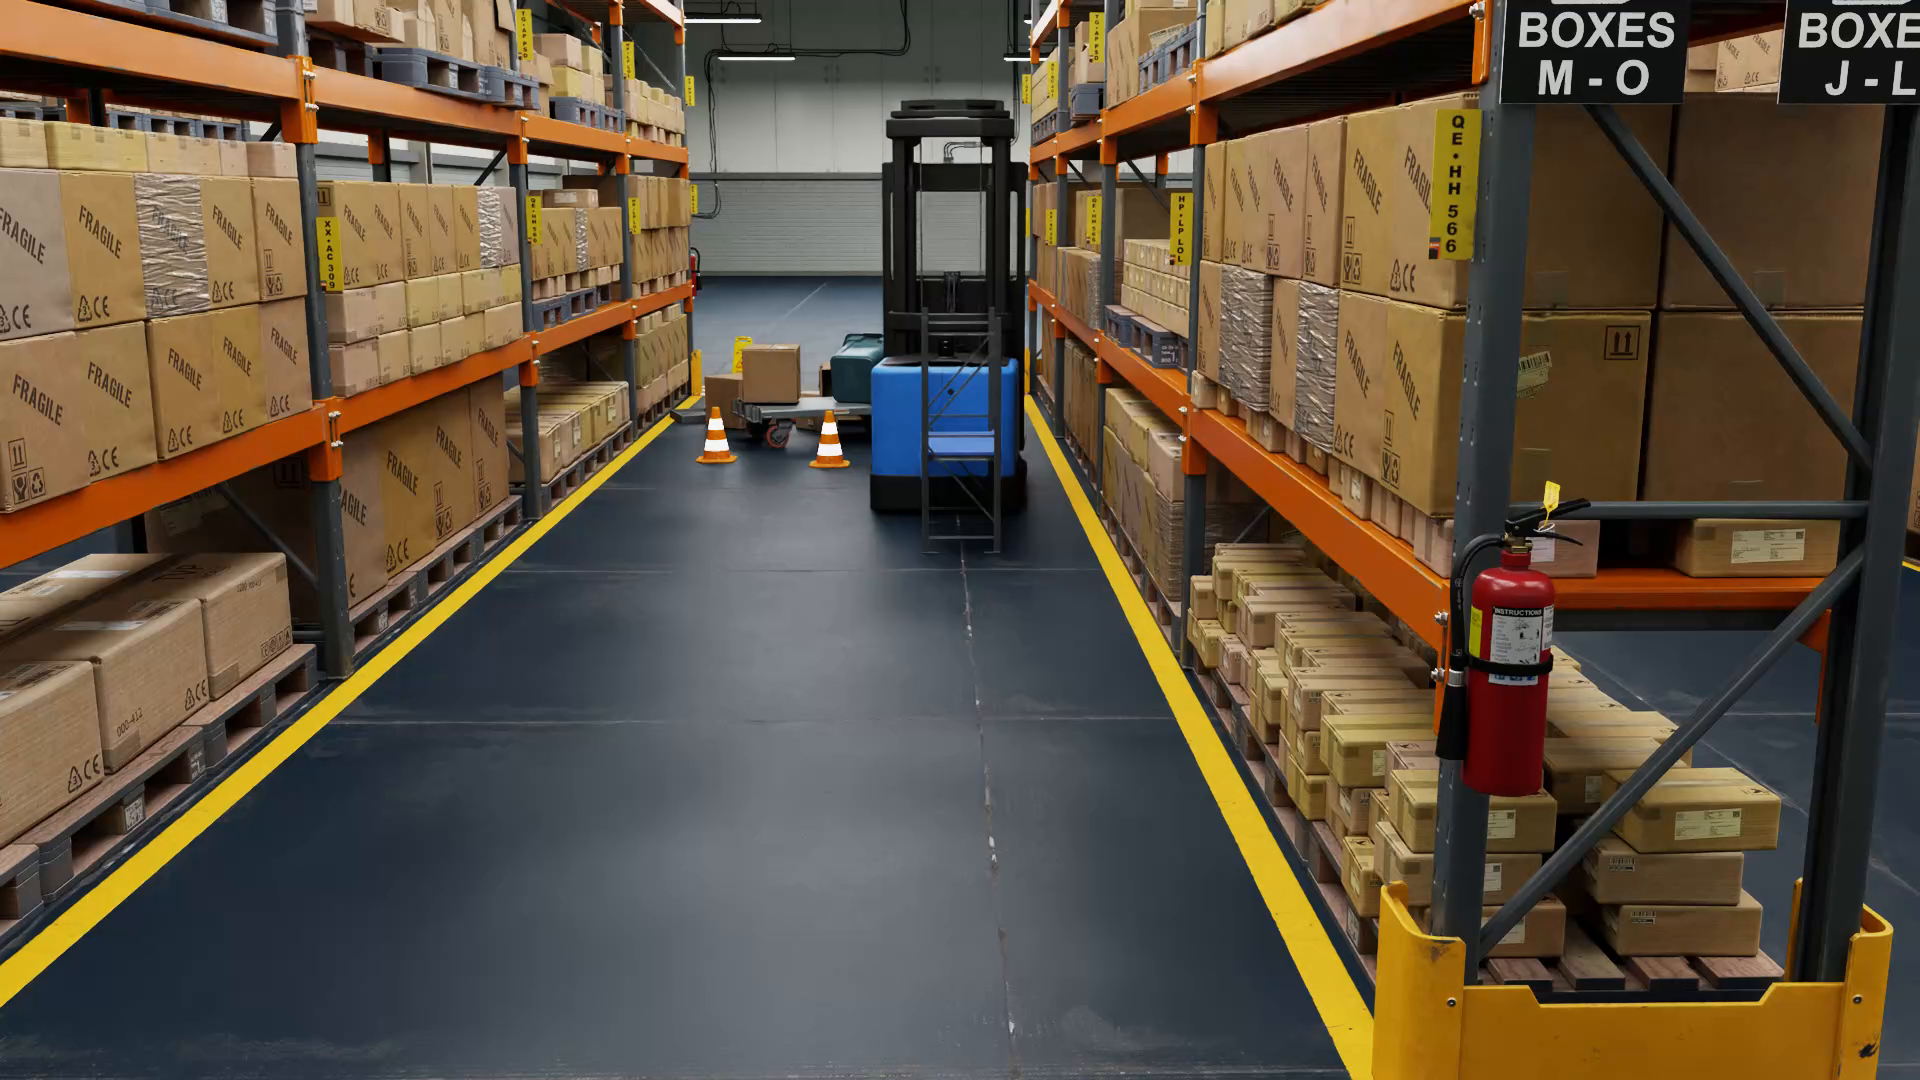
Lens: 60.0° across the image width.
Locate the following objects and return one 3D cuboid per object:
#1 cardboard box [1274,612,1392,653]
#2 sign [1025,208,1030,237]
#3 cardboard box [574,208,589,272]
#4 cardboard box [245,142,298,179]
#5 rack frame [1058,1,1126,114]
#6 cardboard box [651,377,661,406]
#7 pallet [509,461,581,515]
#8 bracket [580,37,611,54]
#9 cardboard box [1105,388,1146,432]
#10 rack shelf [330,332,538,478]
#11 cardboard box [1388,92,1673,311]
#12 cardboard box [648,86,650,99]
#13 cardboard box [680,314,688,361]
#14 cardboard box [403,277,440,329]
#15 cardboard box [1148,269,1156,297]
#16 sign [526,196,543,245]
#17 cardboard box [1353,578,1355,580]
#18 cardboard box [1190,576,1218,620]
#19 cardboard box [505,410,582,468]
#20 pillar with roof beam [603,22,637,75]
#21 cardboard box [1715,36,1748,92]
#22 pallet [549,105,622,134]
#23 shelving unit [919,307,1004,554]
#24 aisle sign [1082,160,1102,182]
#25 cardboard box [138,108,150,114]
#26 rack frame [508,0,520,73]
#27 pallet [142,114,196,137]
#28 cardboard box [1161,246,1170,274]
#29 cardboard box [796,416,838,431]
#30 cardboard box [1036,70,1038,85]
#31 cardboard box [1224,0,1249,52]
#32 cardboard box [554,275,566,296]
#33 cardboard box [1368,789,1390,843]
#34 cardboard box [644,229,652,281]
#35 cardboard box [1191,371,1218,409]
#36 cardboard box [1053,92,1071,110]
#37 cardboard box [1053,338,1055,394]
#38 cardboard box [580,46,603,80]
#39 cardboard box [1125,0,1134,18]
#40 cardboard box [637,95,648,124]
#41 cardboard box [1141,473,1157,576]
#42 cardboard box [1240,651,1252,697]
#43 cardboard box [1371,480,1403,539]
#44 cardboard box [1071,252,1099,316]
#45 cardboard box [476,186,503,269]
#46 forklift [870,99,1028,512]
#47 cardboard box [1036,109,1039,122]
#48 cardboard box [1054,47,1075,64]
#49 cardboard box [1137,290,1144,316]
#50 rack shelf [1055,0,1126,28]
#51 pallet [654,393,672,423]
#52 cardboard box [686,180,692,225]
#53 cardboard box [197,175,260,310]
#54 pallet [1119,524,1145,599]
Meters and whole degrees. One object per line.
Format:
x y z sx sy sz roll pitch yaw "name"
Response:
1.408 0.374 6.289 0.380 0.149 0.250 -1 11 -4 "cardboard box"
0.764 -3.704 19.396 0.100 0.325 0.005 0 11 -1 "sign"
-3.279 -2.411 13.342 0.500 0.500 0.500 -1 11 -3 "cardboard box"
-3.055 -1.613 7.069 0.380 0.149 0.250 0 11 -2 "cardboard box"
1.402 -5.387 14.979 1.000 3.000 0.127 0 11 -1 "rack frame"
-3.310 -1.489 16.715 0.500 0.250 0.500 0 11 2 "cardboard box"
-3.477 -0.400 12.500 1.003 0.211 1.213 0 11 -1 "pallet"
-9.680 -13.113 44.008 0.076 0.066 4.783 0 11 -1 "bracket"
1.257 -0.862 11.108 0.500 0.250 0.500 -1 11 -4 "cardboard box"
-3.421 -0.861 9.569 1.077 0.370 4.000 0 11 -1 "rack shelf"
1.392 -0.836 4.122 0.500 0.500 0.500 0 11 -2 "cardboard box"
-3.307 -4.467 16.614 0.380 0.149 0.250 0 11 -2 "cardboard box"
-3.351 -2.269 18.673 0.500 0.500 0.500 0 11 -1 "cardboard box"
-3.130 -1.280 8.945 0.500 0.250 0.500 0 11 0 "cardboard box"
1.322 -1.527 9.871 0.380 0.149 0.250 0 11 -2 "cardboard box"
-2.908 -2.182 11.357 0.100 0.325 0.005 0 11 -1 "sign"
1.892 0.213 7.083 0.380 0.149 0.250 0 11 -2 "cardboard box"
1.255 0.262 7.588 0.380 0.149 0.250 0 11 1 "cardboard box"
-3.488 -0.788 12.953 0.950 0.372 0.625 0 11 -2 "cardboard box"
-5.793 -11.960 47.377 9.100 9.000 0.548 0 11 -1 "pillar with roof beam"
6.169 -3.710 12.750 0.500 0.500 0.500 0 11 0 "cardboard box"
-3.639 -3.661 14.490 1.213 0.211 1.003 0 11 -1 "pallet"
-0.002 -0.752 10.994 0.538 1.500 1.048 0 11 -1 "shelving unit"
1.617 -4.531 19.312 0.394 0.787 0.004 0 11 -1 "aisle sign"
-8.235 -4.341 16.396 0.396 0.266 0.258 -1 11 -2 "cardboard box"
-3.463 -4.551 10.861 1.000 3.000 0.127 0 11 -1 "rack frame"
-8.574 -4.223 17.011 1.003 0.211 1.213 0 11 -1 "pallet"
1.337 -1.569 9.328 0.380 0.149 0.250 -1 11 -4 "cardboard box"
-1.416 -1.237 16.490 0.258 0.266 0.396 -10 15 -40 "cardboard box"
1.022 -5.016 18.013 0.380 0.149 0.250 0 11 -1 "cardboard box"
1.332 -2.061 6.504 0.500 0.250 0.500 0 11 -2 "cardboard box"
-3.200 -1.925 12.579 0.380 0.149 0.250 0 11 -1 "cardboard box"
1.402 0.828 4.799 0.380 0.149 0.250 -1 11 -2 "cardboard box"
-3.309 -2.790 16.265 0.500 0.500 0.500 0 11 -1 "cardboard box"
1.246 -0.676 7.478 0.380 0.149 0.250 0 11 1 "cardboard box"
1.074 -4.120 15.601 0.380 0.149 0.250 0 11 -1 "cardboard box"
1.436 -1.916 17.246 0.875 0.875 0.875 0 11 -1 "cardboard box"
-3.406 -4.139 14.436 0.500 0.250 0.500 0 11 0 "cardboard box"
1.228 -3.362 10.365 0.396 0.266 0.258 0 11 -1 "cardboard box"
-3.301 -4.140 16.005 0.500 0.250 0.500 0 11 -2 "cardboard box"
1.290 -0.085 9.167 0.500 0.500 0.500 -1 11 -2 "cardboard box"
1.371 0.561 6.865 0.380 0.149 0.250 0 11 -2 "cardboard box"
1.372 -0.101 4.646 0.380 0.149 0.250 0 11 -2 "cardboard box"
1.173 -2.090 13.563 0.500 0.500 0.500 0 11 0 "cardboard box"
-3.172 -1.947 10.344 0.500 0.500 0.500 0 11 0 "cardboard box"
-0.030 -1.881 12.959 1.130 2.935 3.031 1 11 3 "forklift"
1.022 -4.623 18.084 0.380 0.149 0.250 0 11 -1 "cardboard box"
1.075 -4.511 15.524 0.380 0.149 0.250 0 11 -2 "cardboard box"
1.310 -1.484 10.406 0.380 0.149 0.250 0 11 1 "cardboard box"
1.443 -4.441 13.131 1.077 0.370 4.000 0 11 -1 "rack shelf"
-3.623 -1.416 17.509 1.003 0.211 1.213 0 11 -1 "pallet"
-3.399 -3.786 18.661 0.700 0.500 0.500 -1 11 -3 "cardboard box"
-3.092 -1.162 6.474 0.500 0.500 0.500 0 11 -2 "cardboard box"
1.521 0.112 9.976 1.003 0.211 1.213 0 11 -1 "pallet"
